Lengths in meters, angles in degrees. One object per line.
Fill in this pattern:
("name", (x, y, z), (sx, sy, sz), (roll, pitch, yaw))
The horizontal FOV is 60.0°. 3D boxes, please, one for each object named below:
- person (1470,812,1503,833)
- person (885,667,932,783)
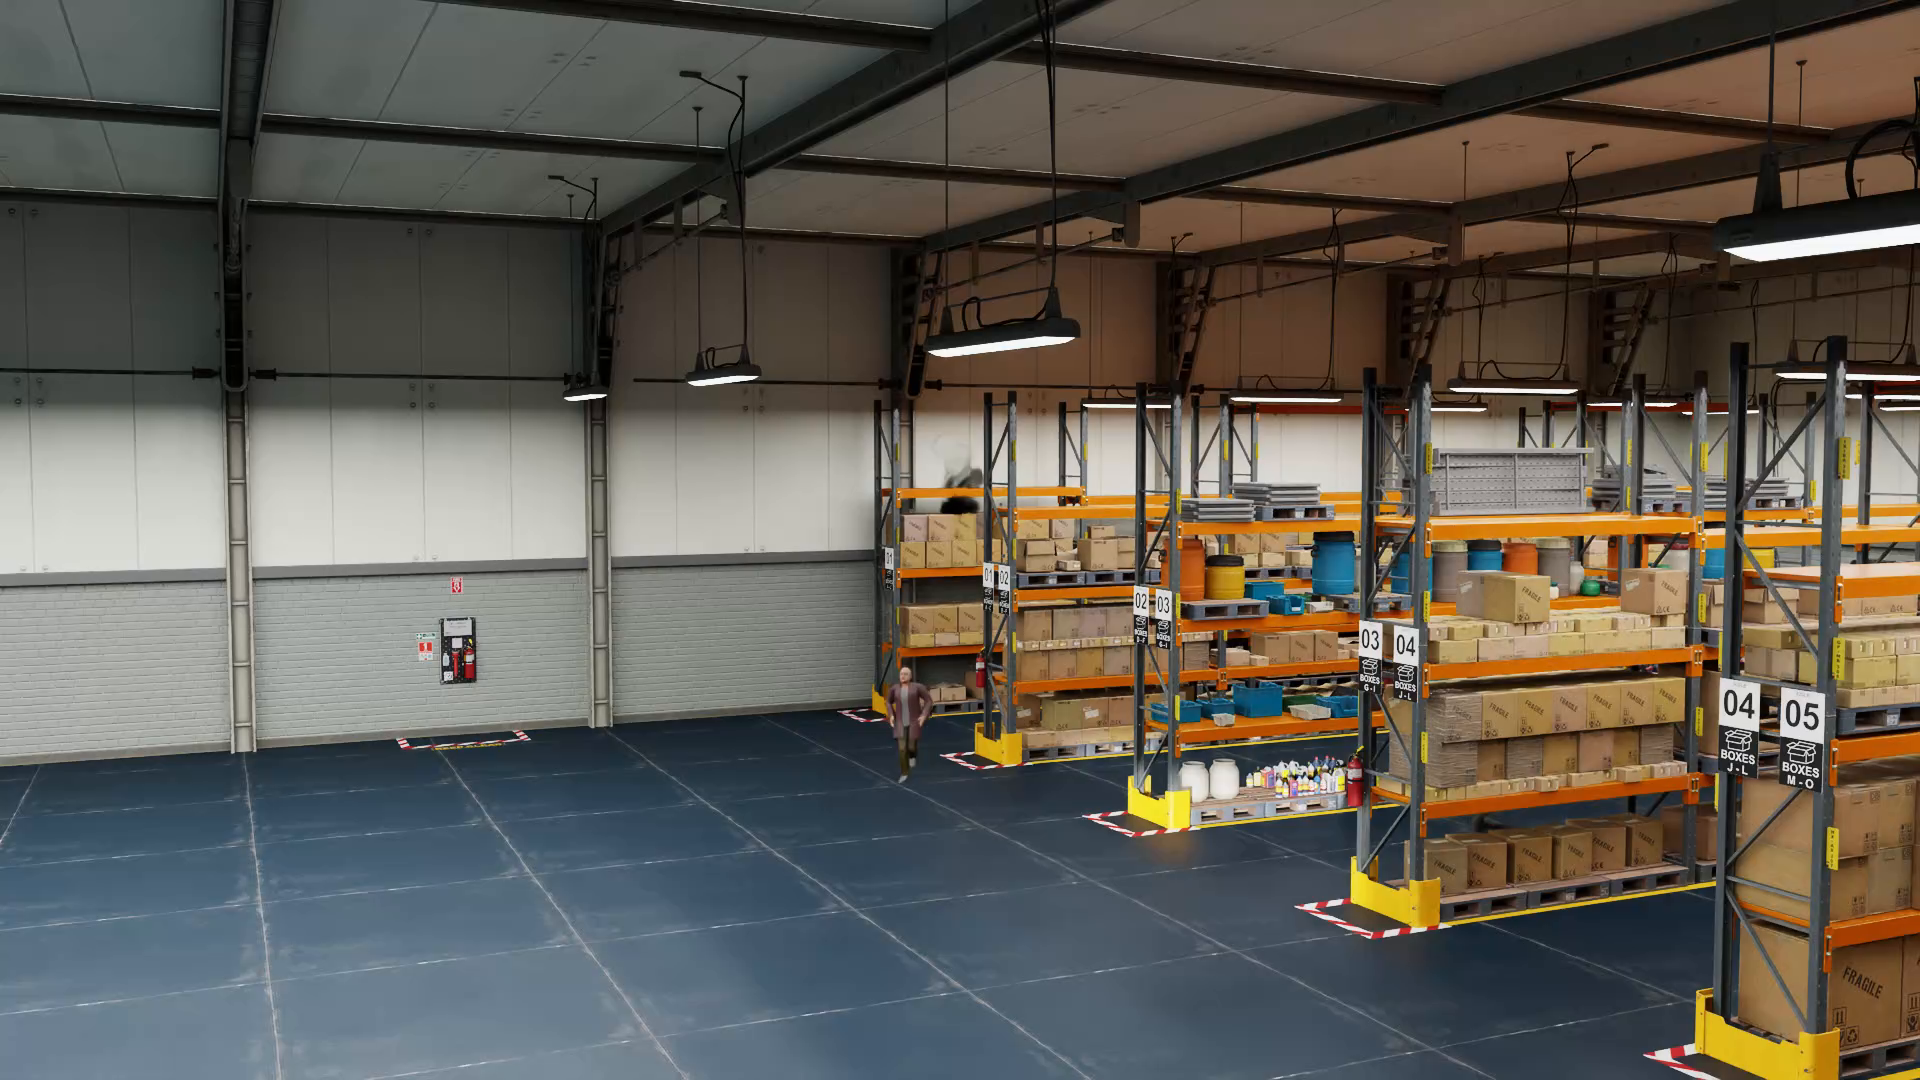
("person", (6.572, 3.153, 20.745), (0.768, 1.624, 0.565), (-2, 4, -32))
("person", (-0.791, 2.818, 25.545), (0.732, 1.761, 0.707), (1, 3, 10))
